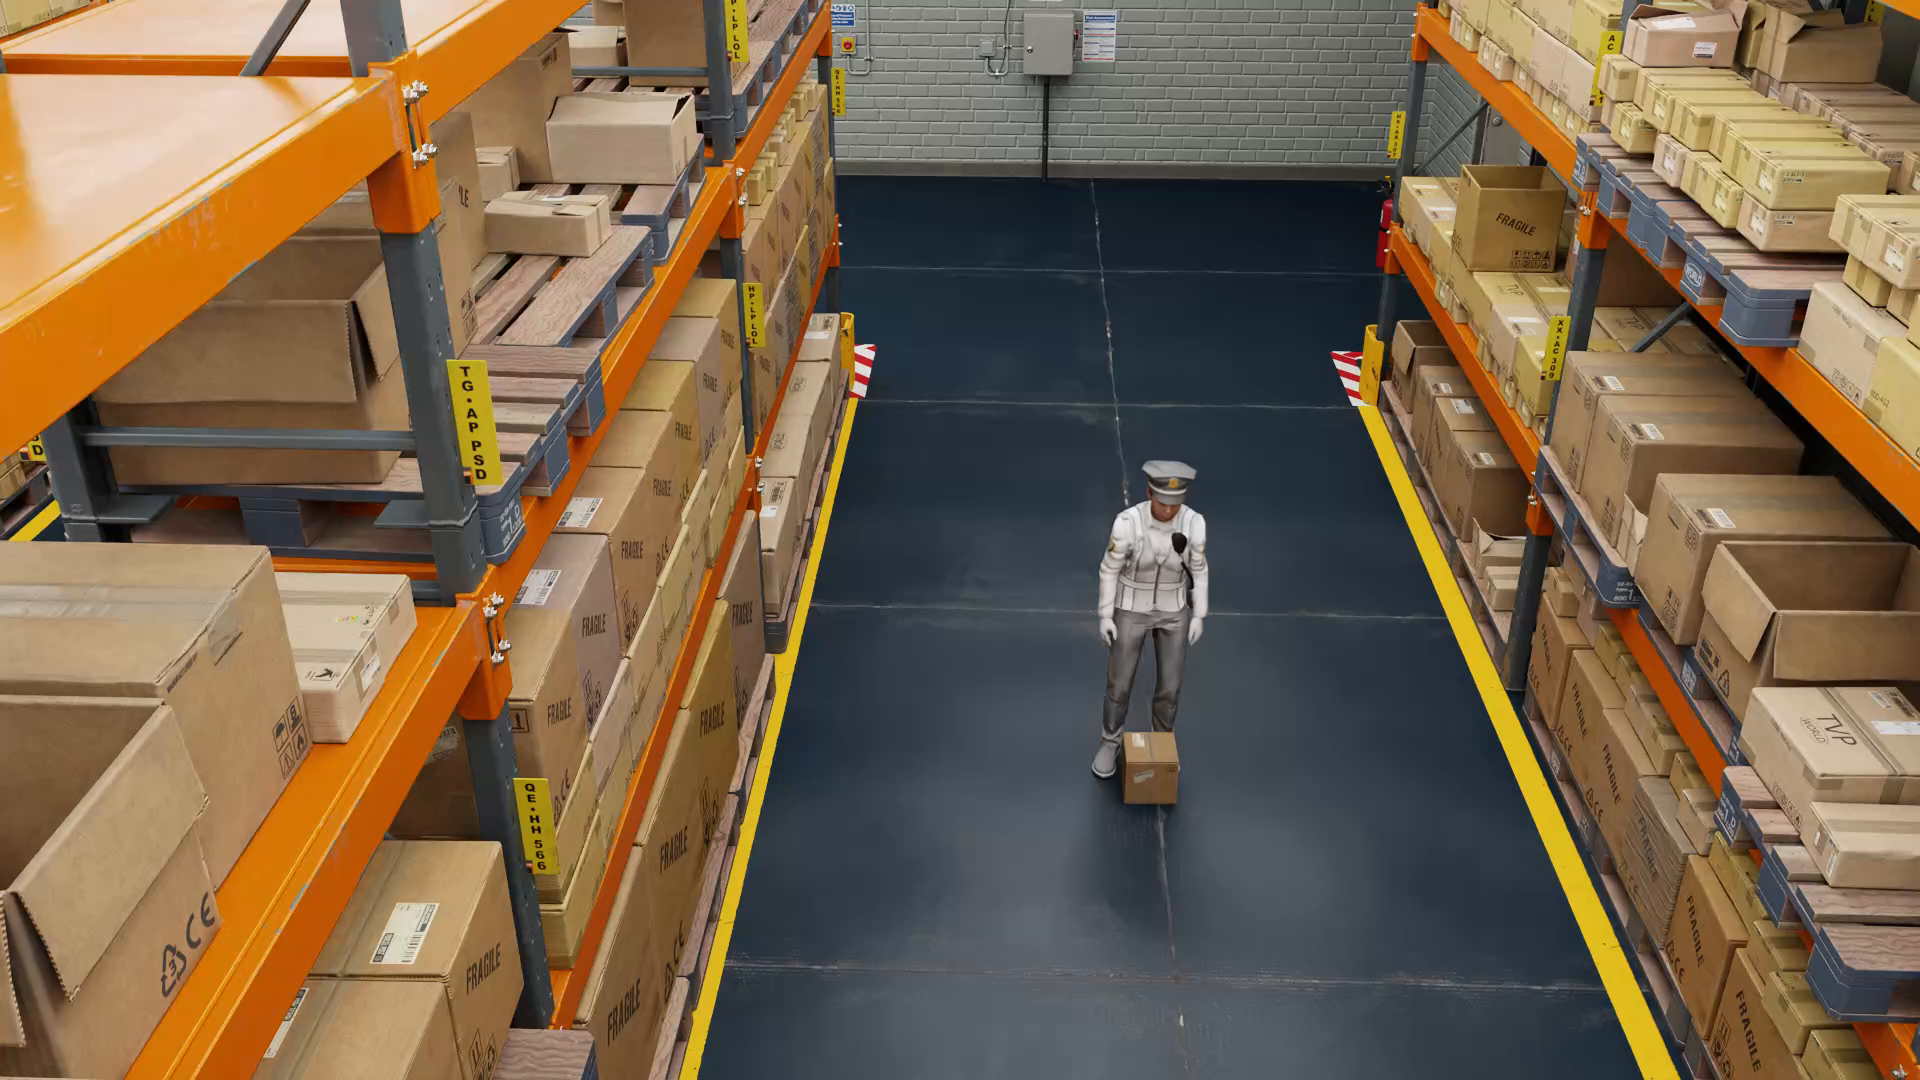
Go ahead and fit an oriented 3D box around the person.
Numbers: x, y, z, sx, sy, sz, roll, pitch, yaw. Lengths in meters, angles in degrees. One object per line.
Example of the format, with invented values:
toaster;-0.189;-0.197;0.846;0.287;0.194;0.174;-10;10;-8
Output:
person;0.913;0.369;7.928;0.529;1.663;0.371;1;28;2
